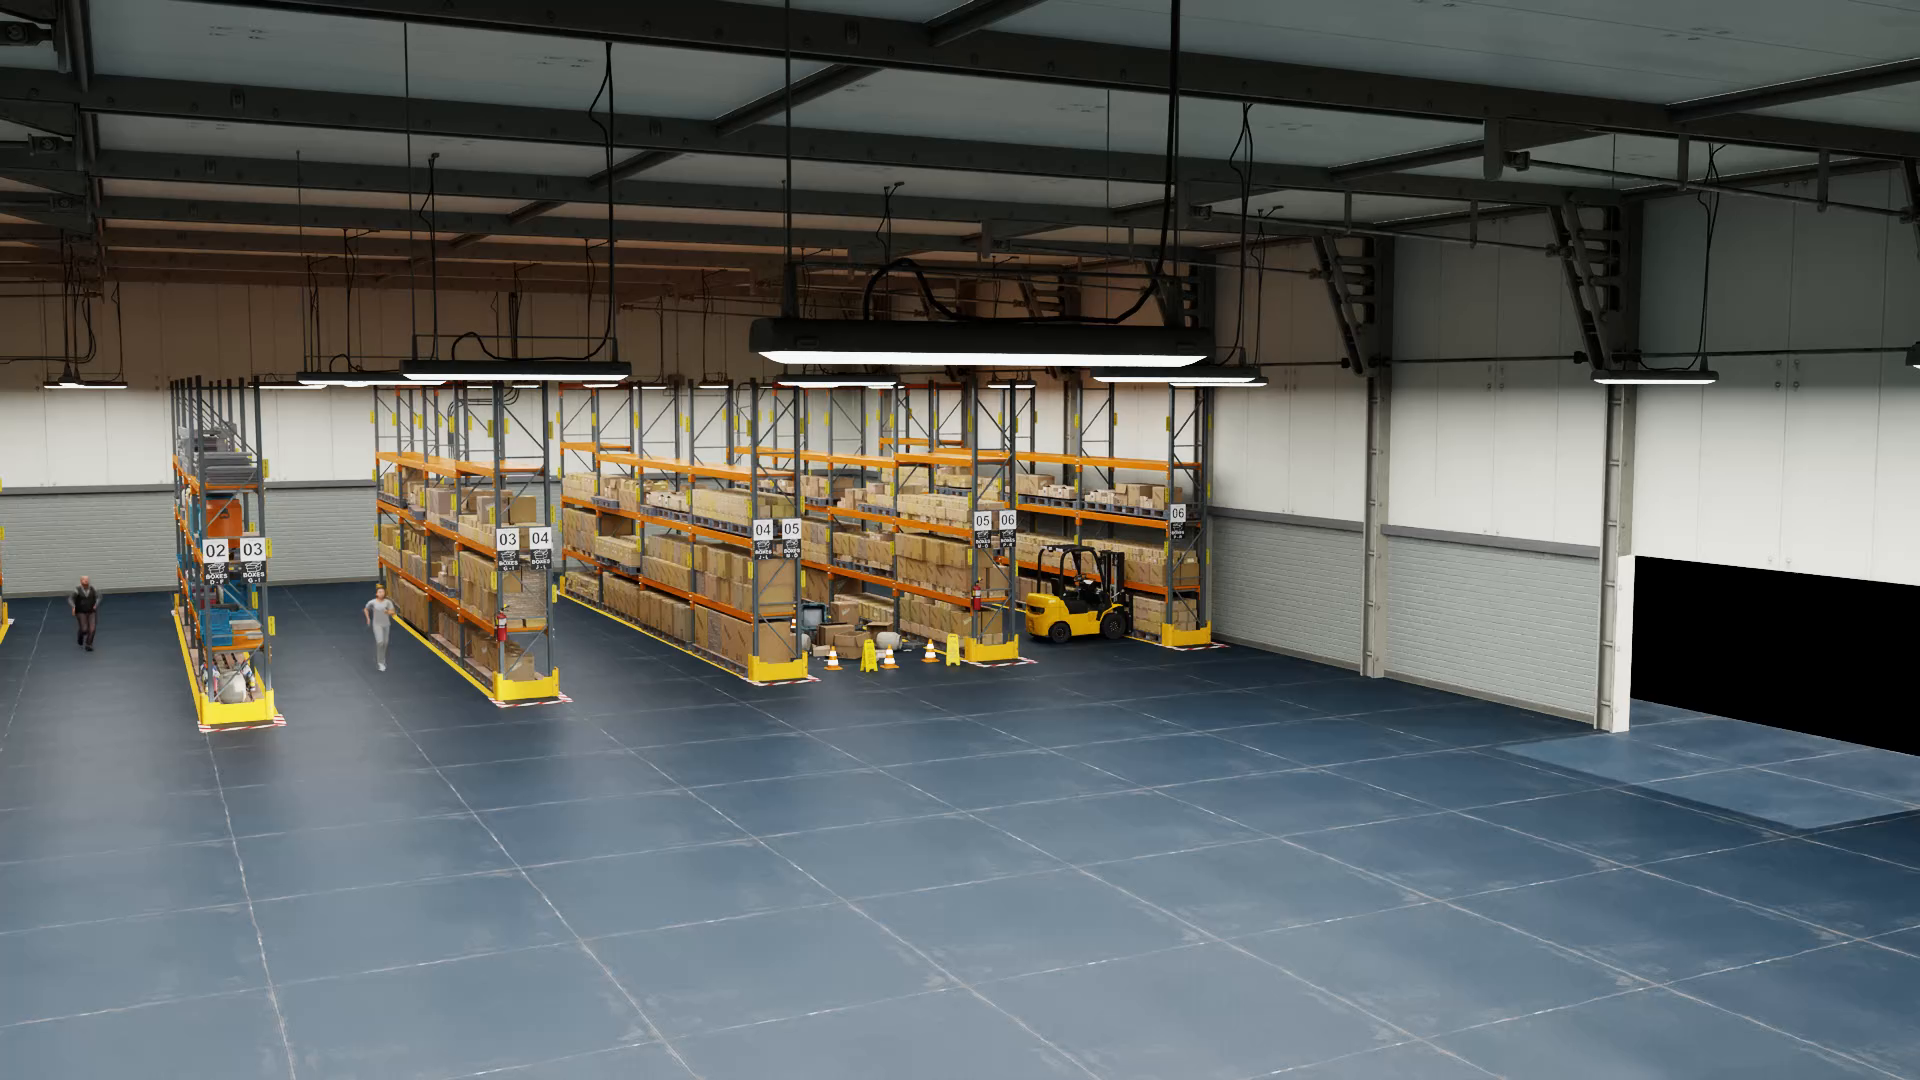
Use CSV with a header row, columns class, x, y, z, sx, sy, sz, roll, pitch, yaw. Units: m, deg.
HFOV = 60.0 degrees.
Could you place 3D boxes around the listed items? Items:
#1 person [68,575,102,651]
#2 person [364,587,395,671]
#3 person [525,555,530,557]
class,x,y,z,sx,sy,sz,roll,pitch,yaw
person,-19.326,1.622,36.782,0.658,1.677,0.578,-4,7,-40
person,-11.996,1.815,34.440,0.541,1.715,0.830,-4,6,-36
person,-12.470,0.678,47.688,0.707,1.658,0.909,3,6,27
